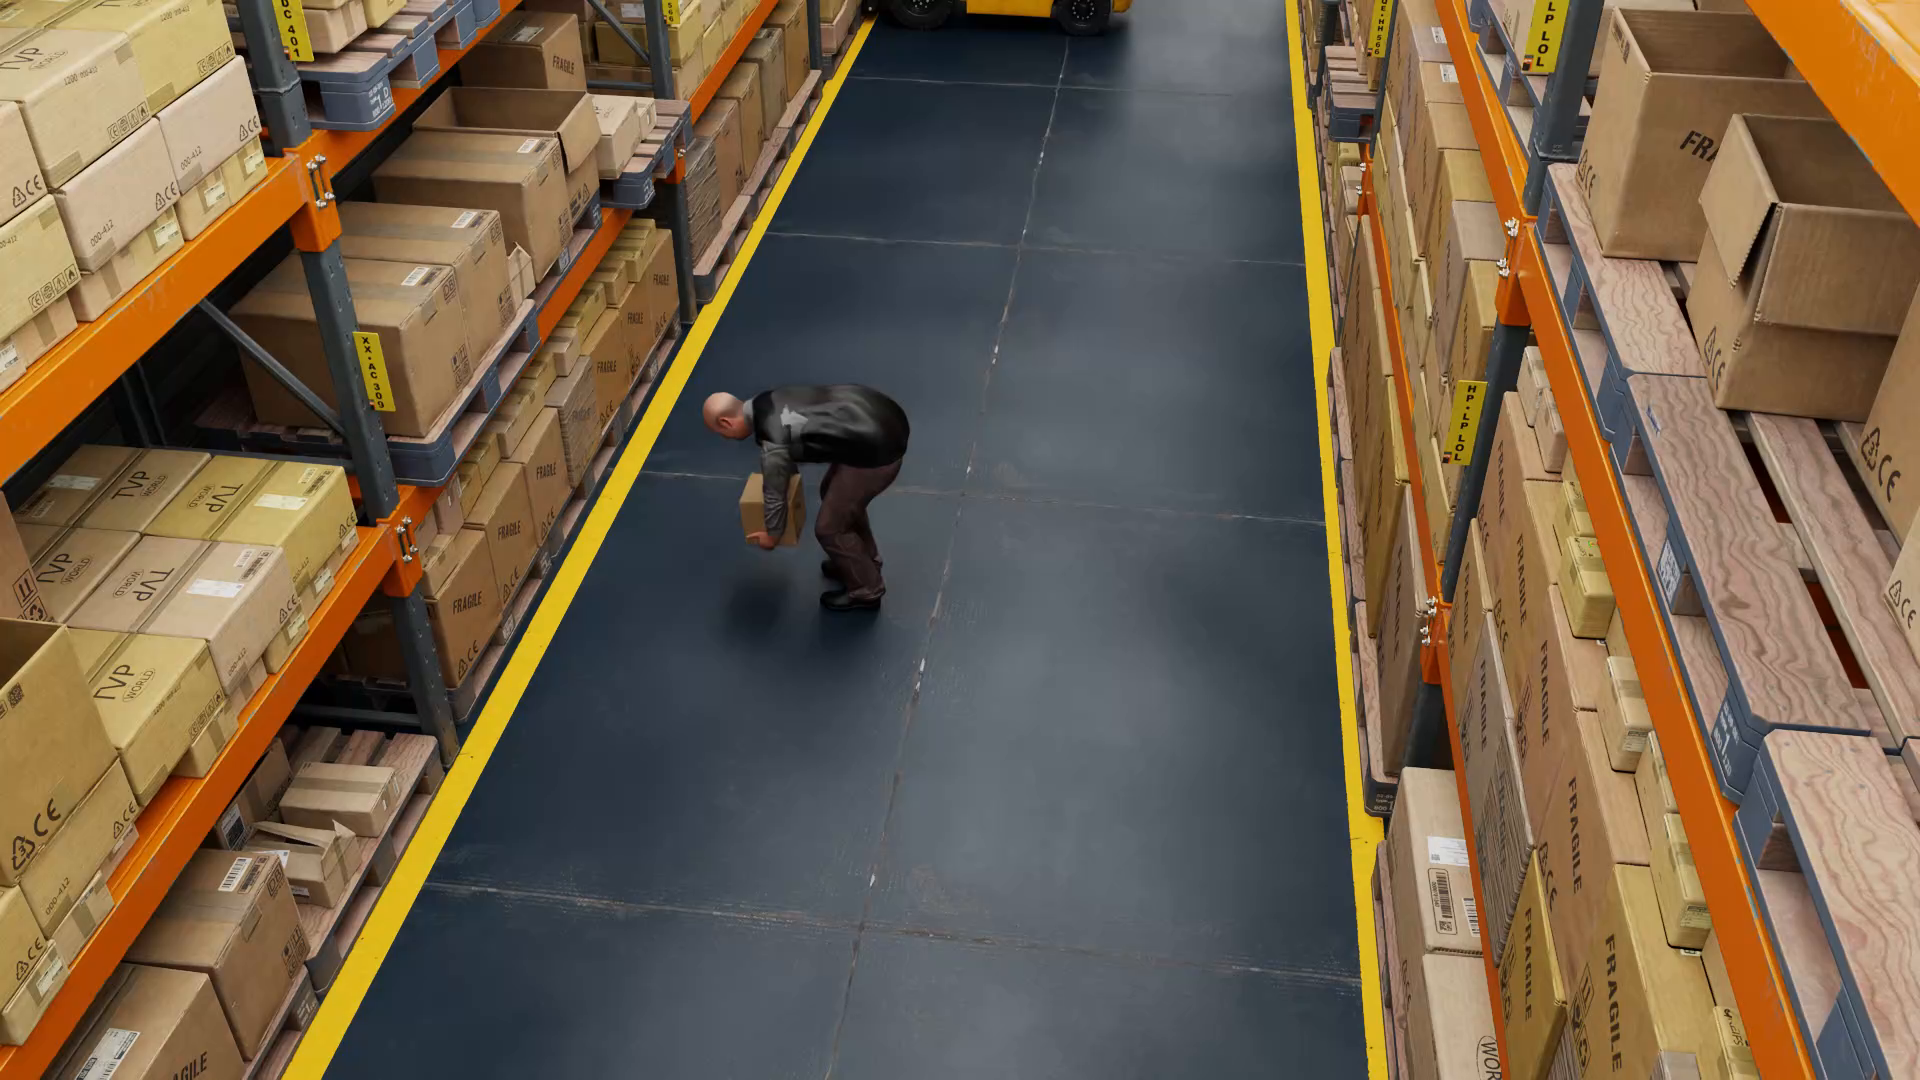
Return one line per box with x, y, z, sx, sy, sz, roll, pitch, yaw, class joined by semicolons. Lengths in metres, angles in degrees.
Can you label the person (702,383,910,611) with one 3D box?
-0.715;-0.225;7.886;0.959;1.120;0.460;3;36;4;person
